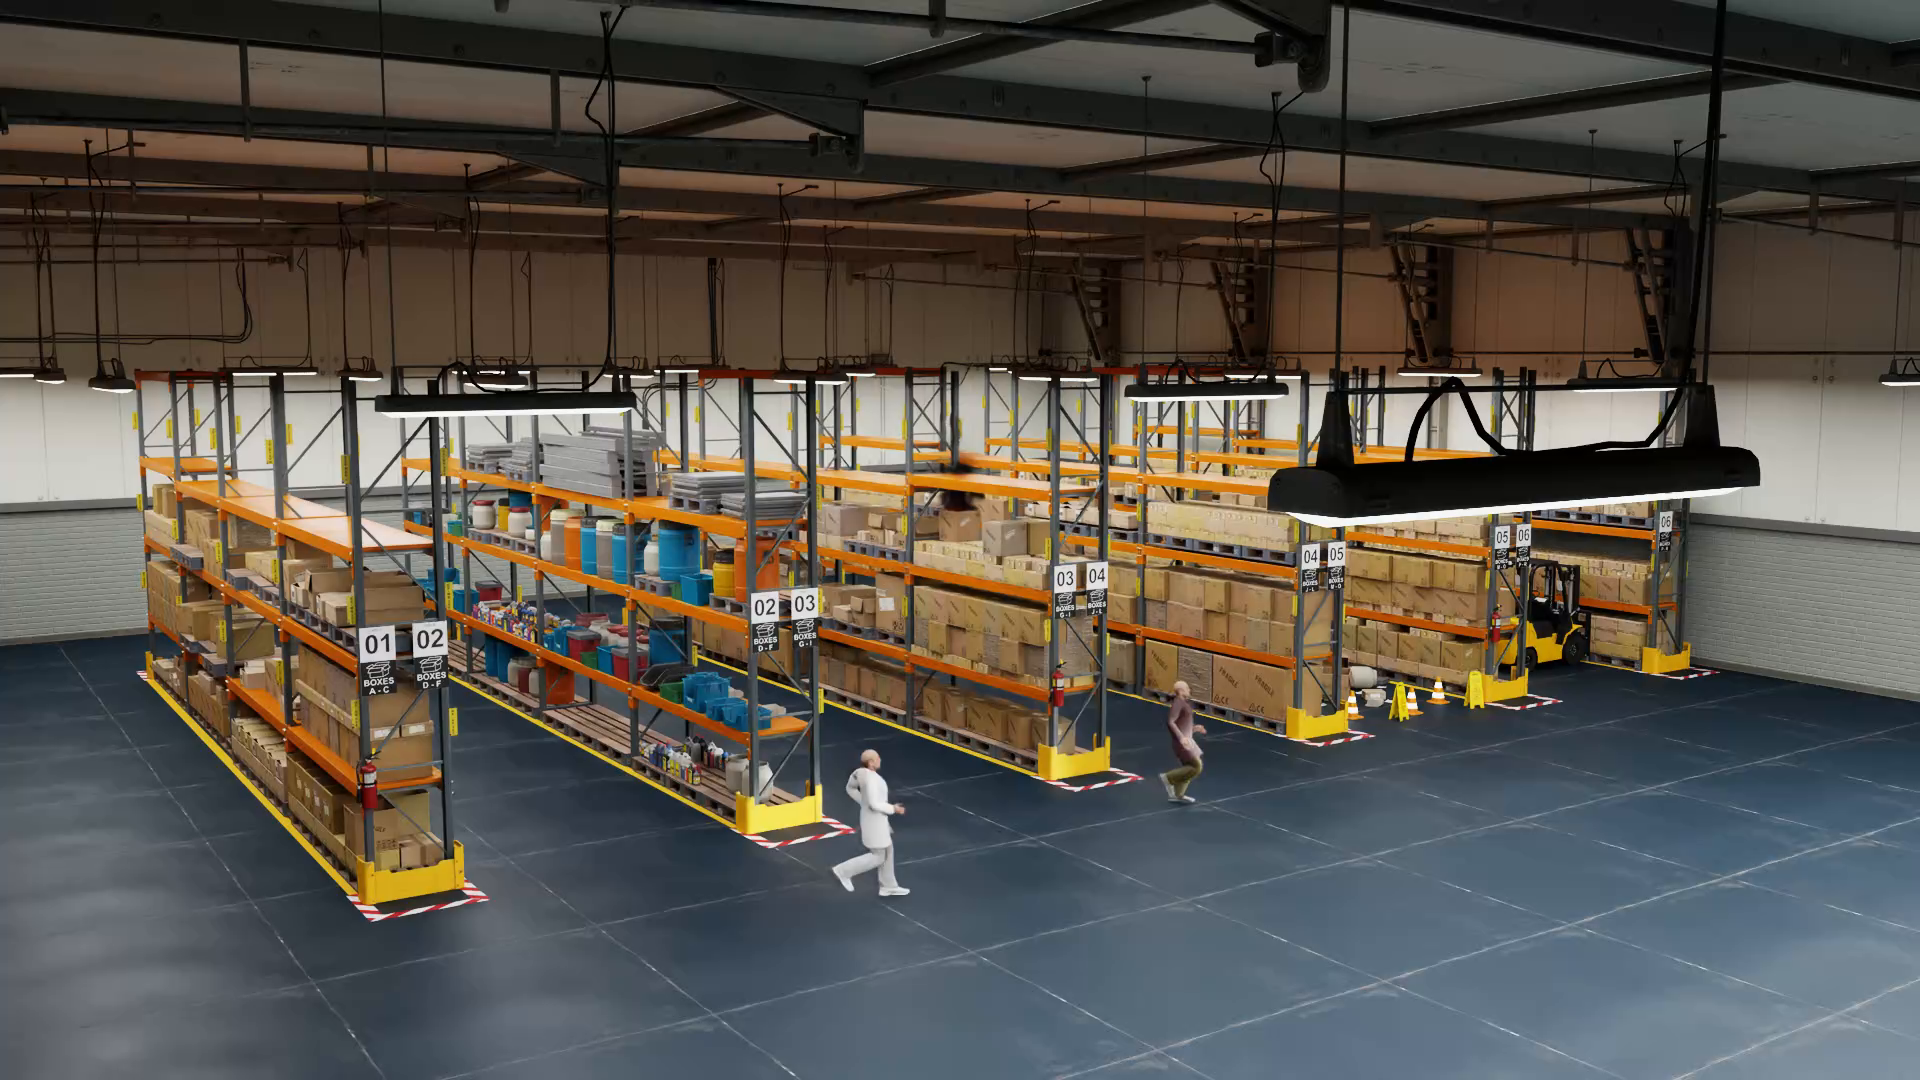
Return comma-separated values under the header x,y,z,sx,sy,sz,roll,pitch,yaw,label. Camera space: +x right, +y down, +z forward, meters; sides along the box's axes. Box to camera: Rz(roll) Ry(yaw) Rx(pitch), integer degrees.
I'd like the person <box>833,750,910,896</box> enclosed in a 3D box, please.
x,y,z,sx,sy,sz,roll,pitch,yaw,label
-1.037,3.293,19.253,0.934,1.763,0.710,-2,7,-17,person

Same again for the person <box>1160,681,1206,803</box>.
x,y,z,sx,sy,sz,roll,pitch,yaw,label
3.145,2.883,23.388,0.635,1.653,0.715,1,6,7,person

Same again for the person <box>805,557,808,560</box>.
x,y,z,sx,sy,sz,roll,pitch,yaw,label
-3.526,1.192,38.458,0.669,1.635,0.837,-5,8,-35,person
